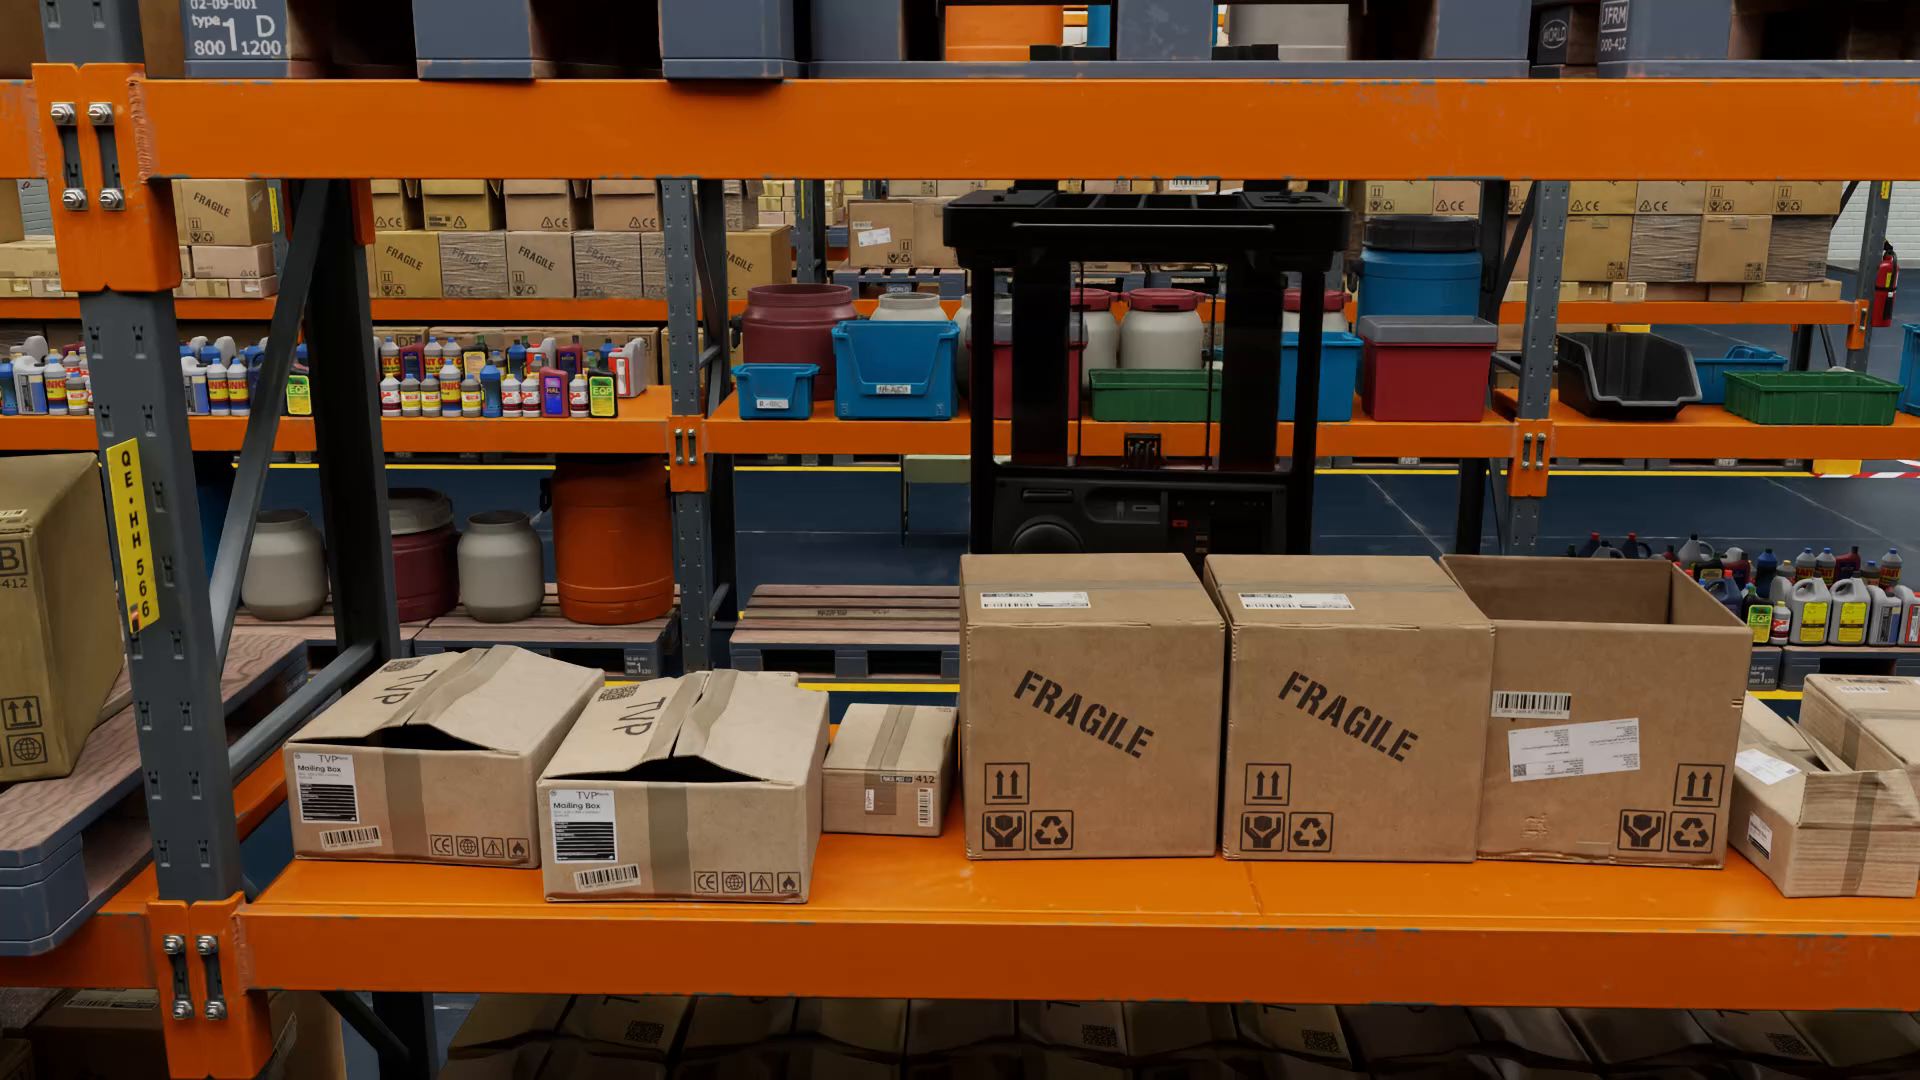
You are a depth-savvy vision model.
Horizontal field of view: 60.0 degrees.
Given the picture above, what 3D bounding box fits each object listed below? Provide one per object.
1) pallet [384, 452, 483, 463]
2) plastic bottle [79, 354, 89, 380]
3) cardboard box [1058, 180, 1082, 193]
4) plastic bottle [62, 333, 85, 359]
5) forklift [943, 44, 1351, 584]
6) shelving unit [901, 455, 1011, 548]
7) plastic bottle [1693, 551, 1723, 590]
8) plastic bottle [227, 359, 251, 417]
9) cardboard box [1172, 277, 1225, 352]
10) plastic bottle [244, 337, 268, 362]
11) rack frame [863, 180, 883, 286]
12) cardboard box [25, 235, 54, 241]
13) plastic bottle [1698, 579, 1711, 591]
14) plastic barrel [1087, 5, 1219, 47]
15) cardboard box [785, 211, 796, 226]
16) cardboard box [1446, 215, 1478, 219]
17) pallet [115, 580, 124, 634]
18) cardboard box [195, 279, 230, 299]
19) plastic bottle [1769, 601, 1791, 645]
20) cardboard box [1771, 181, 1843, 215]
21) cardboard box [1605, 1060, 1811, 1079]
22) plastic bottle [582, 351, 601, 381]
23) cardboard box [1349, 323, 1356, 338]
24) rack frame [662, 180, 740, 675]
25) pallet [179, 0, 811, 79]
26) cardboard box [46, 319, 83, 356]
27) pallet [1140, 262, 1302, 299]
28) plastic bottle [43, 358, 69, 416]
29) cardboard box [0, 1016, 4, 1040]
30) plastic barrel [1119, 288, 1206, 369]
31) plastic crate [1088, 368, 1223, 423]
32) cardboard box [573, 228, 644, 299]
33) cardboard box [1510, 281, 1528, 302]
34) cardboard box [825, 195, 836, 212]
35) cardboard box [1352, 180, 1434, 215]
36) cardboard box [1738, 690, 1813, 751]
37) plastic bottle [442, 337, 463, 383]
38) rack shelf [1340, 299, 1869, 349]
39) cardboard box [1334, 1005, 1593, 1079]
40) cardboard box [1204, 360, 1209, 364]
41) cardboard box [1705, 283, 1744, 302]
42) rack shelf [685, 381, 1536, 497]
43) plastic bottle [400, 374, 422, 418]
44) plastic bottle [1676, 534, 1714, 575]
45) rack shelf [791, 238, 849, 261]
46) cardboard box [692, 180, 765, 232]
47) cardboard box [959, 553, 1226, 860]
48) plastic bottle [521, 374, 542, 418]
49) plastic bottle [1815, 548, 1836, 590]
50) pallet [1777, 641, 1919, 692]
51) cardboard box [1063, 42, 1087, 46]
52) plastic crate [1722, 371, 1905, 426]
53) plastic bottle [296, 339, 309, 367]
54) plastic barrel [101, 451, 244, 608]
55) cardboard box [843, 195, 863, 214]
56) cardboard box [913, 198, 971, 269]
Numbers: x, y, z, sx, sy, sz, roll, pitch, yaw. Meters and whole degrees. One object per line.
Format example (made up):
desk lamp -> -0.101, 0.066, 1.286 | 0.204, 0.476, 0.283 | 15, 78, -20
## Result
pallet -> -4.391, -0.843, 13.621 | 1.213, 0.211, 1.003 | 0, 15, 1
plastic bottle -> -4.508, -0.863, 8.622 | 0.097, 0.201, 0.097 | 0, 15, 0
cardboard box -> 1.040, -3.932, 17.709 | 0.500, 0.500, 0.700 | 0, 15, 1
plastic bottle -> -4.656, -0.947, 8.780 | 0.133, 0.283, 0.061 | 0, 15, 1
forklift -> 0.545, -0.004, 5.110 | 1.130, 2.935, 3.031 | 2, 15, 7
shelving unit -> 0.007, -0.725, 10.649 | 0.755, 1.500, 0.431 | 0, 15, 1
plastic bottle -> 3.896, 0.199, 8.667 | 0.133, 0.283, 0.061 | 0, 15, 1
plastic bottle -> -3.468, -0.735, 8.000 | 0.097, 0.271, 0.097 | 0, 15, 0
cardboard box -> 2.438, -2.485, 17.967 | 0.750, 0.750, 1.050 | 0, 15, 1
plastic bottle -> -3.653, -0.926, 8.712 | 0.135, 0.276, 0.152 | 0, 15, 1
rack frame -> -0.938, -3.415, 17.904 | 0.127, 3.000, 1.000 | 0, 15, 1
cardboard box -> -7.656, -2.332, 13.510 | 0.500, 0.250, 0.500 | 0, 15, 0
plastic bottle -> 3.651, 0.326, 8.210 | 0.097, 0.271, 0.097 | 0, 15, 0
plastic barrel -> 0.885, -2.511, 7.614 | 0.708, 0.901, 0.600 | 0, 15, 1
cardboard box -> -1.691, -3.385, 17.458 | 0.250, 0.149, 0.380 | 0, 15, 1
cardboard box -> 3.781, -2.286, 12.846 | 0.500, 0.500, 0.875 | 0, 15, 1
pallet -> -4.520, 0.450, 8.720 | 1.213, 0.211, 1.003 | 0, 15, 1
cardboard box -> -5.735, -1.975, 12.940 | 0.250, 0.149, 0.380 | 1, 15, 3
plastic bottle -> 3.974, 0.399, 8.071 | 0.097, 0.201, 0.097 | 0, 15, 0
cardboard box -> 6.276, -2.715, 12.511 | 0.500, 0.500, 0.500 | 0, 15, 1
cardboard box -> 1.644, 1.325, 3.403 | 0.500, 0.311, 0.500 | 1, 15, 3
plastic bottle -> -1.929, -0.885, 8.705 | 0.097, 0.201, 0.097 | 0, 15, 0
cardboard box -> 4.589, -2.538, 17.921 | 0.875, 0.875, 0.875 | 0, 15, 2
rack frame -> -1.292, -0.888, 8.325 | 0.127, 3.000, 1.000 | 0, 15, 1
pallet -> -0.741, -1.002, 3.248 | 1.003, 0.211, 1.213 | 1, 15, 4
cardboard box -> -6.722, -1.383, 13.544 | 0.875, 0.875, 0.875 | 0, 15, 1
pallet -> 2.073, -2.074, 13.197 | 1.213, 0.211, 1.003 | 0, 15, 1
plastic bottle -> -4.357, -0.741, 8.022 | 0.097, 0.271, 0.097 | 0, 15, 0
cardboard box -> -2.419, 1.063, 3.498 | 0.500, 0.250, 0.500 | 1, 15, 4
plastic barrel -> 1.023, -0.994, 8.462 | 0.433, 0.535, 0.433 | 0, 15, 0
plastic crate -> 0.959, -0.699, 8.023 | 0.662, 0.188, 0.450 | 0, 15, 1
cardboard box -> -2.683, -2.146, 12.900 | 0.500, 0.500, 0.500 | 0, 15, 0
cardboard box -> 4.291, -1.923, 12.742 | 0.250, 0.149, 0.380 | 0, 15, 1
cardboard box -> -1.443, -3.528, 17.417 | 0.250, 0.149, 0.380 | 1, 15, 3
cardboard box -> 3.277, -2.733, 12.578 | 0.500, 0.500, 0.500 | 0, 15, 1
cardboard box -> 1.696, 0.465, 3.690 | 0.250, 0.149, 0.380 | 0, 15, 1
plastic bottle -> -2.658, -0.924, 8.714 | 0.097, 0.271, 0.097 | 0, 15, 0
rack shelf -> 4.833, -1.764, 13.056 | 4.000, 0.370, 1.077 | 0, 15, 1
cardboard box -> 1.152, 1.183, 3.944 | 0.500, 0.311, 0.500 | 0, 15, 0
cardboard box -> 2.220, -1.138, 13.312 | 0.500, 0.500, 0.700 | -1, 15, -3
cardboard box -> 5.791, -1.922, 12.739 | 0.250, 0.149, 0.380 | 0, 15, 1
rack shelf -> 0.707, -0.527, 8.367 | 4.000, 0.370, 1.077 | 0, 15, 1
plastic bottle -> -2.637, -0.696, 7.988 | 0.097, 0.201, 0.097 | 0, 15, 0
plastic bottle -> 3.873, 0.140, 8.758 | 0.185, 0.351, 0.144 | 0, 15, 1
rack shelf -> -2.937, -3.080, 18.045 | 4.000, 0.370, 1.077 | 0, 15, 1
cardboard box -> -1.896, -2.693, 13.005 | 0.637, 0.503, 0.797 | 1, 15, 3
cardboard box -> 0.256, 0.334, 3.498 | 0.500, 0.500, 0.500 | 0, 15, -2
plastic bottle -> -2.053, -0.692, 7.974 | 0.097, 0.201, 0.097 | 0, 15, 0
plastic bottle -> 4.558, 0.177, 8.774 | 0.097, 0.271, 0.097 | 0, 15, 0
pallet -> 4.600, 0.509, 8.497 | 1.213, 0.211, 1.003 | 0, 15, 1
cardboard box -> 1.483, -6.447, 22.007 | 0.500, 0.250, 0.500 | 1, 15, 2
plastic crate -> 4.057, -0.678, 7.947 | 0.662, 0.188, 0.450 | 0, 15, 1
plastic bottle -> -3.404, -0.913, 8.674 | 0.097, 0.271, 0.097 | 0, 15, 0
plastic barrel -> -4.039, -0.090, 8.590 | 0.708, 0.901, 0.600 | 0, 15, 1
cardboard box -> -1.424, -4.543, 22.472 | 0.500, 0.250, 0.500 | 0, 15, -1
cardboard box -> -0.064, -2.431, 13.154 | 0.500, 0.500, 0.700 | 3, 15, 10
